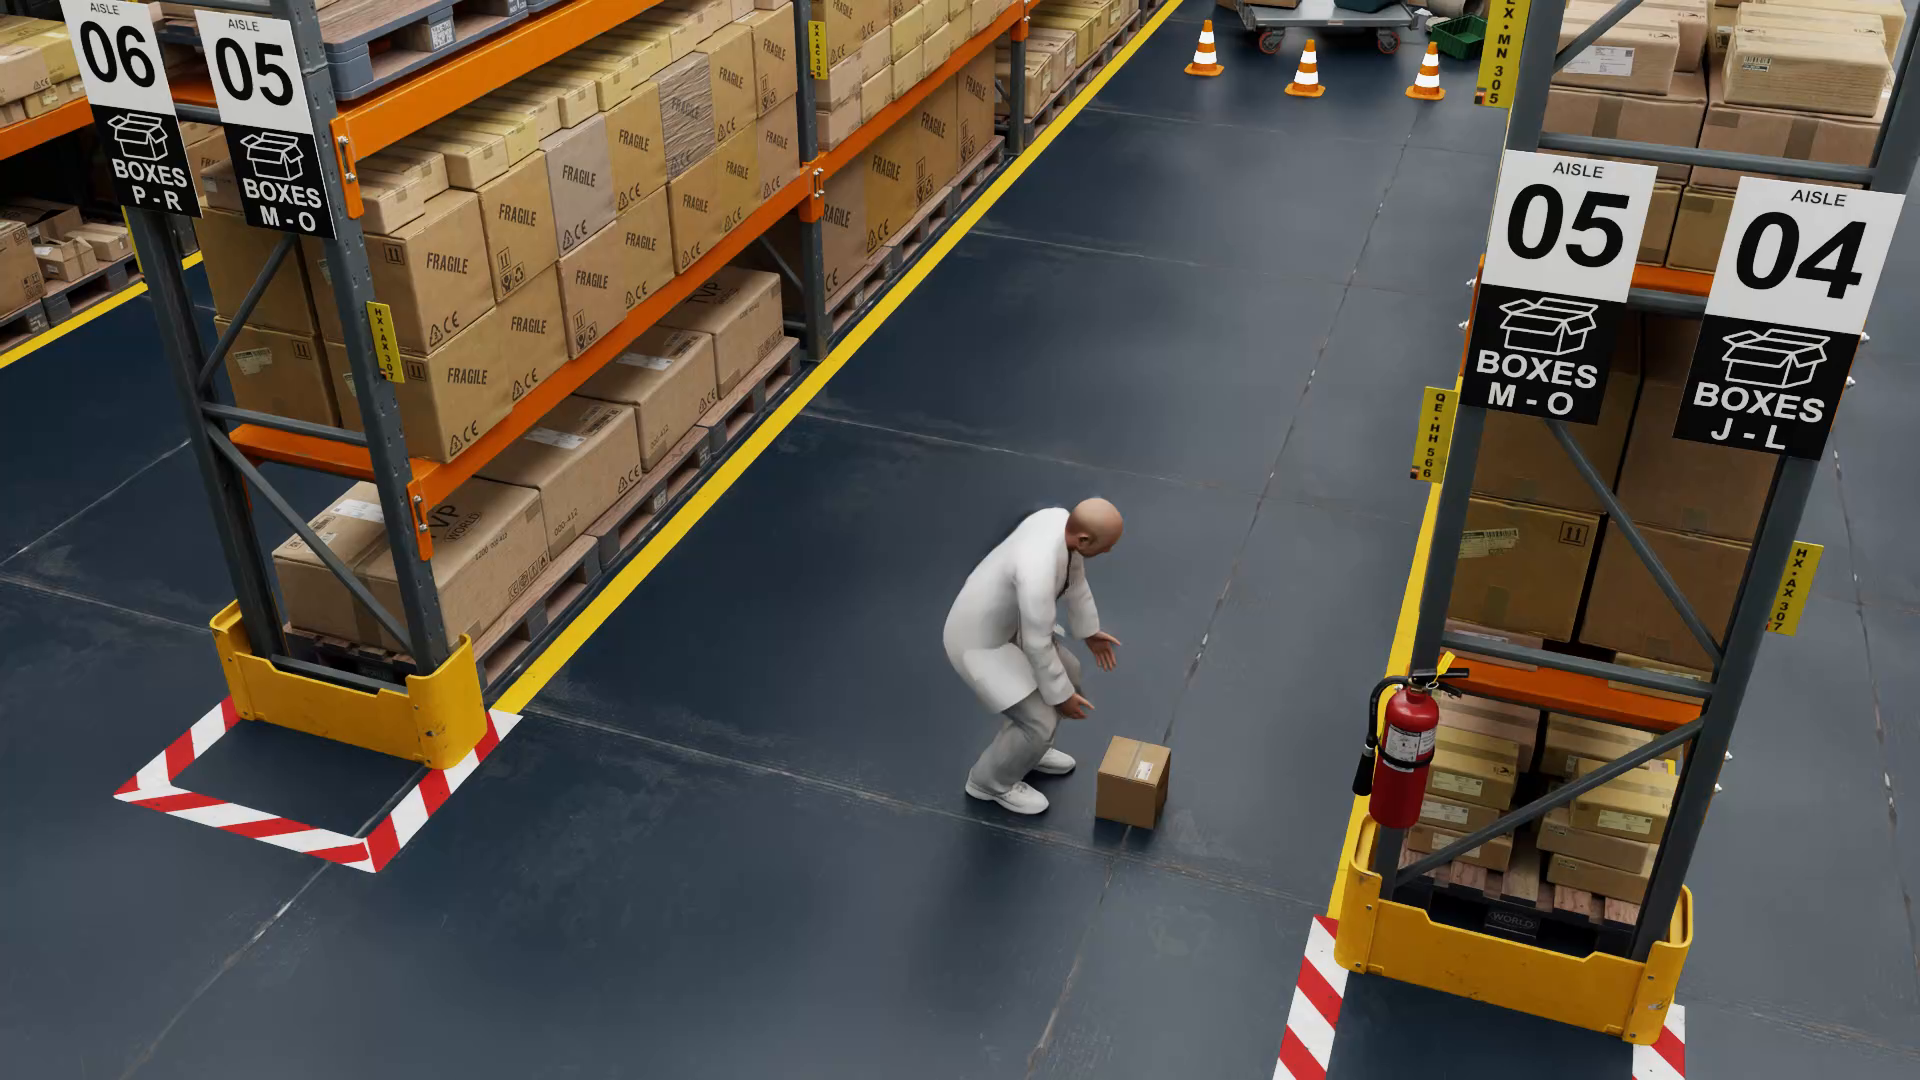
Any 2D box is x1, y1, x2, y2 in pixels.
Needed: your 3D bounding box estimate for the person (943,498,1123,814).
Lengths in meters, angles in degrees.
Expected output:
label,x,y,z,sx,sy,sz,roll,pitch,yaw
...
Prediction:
label,x,y,z,sx,sy,sz,roll,pitch,yaw
person,7.781,-1.685,10.082,12.121,1.440,13.060,11,34,17
